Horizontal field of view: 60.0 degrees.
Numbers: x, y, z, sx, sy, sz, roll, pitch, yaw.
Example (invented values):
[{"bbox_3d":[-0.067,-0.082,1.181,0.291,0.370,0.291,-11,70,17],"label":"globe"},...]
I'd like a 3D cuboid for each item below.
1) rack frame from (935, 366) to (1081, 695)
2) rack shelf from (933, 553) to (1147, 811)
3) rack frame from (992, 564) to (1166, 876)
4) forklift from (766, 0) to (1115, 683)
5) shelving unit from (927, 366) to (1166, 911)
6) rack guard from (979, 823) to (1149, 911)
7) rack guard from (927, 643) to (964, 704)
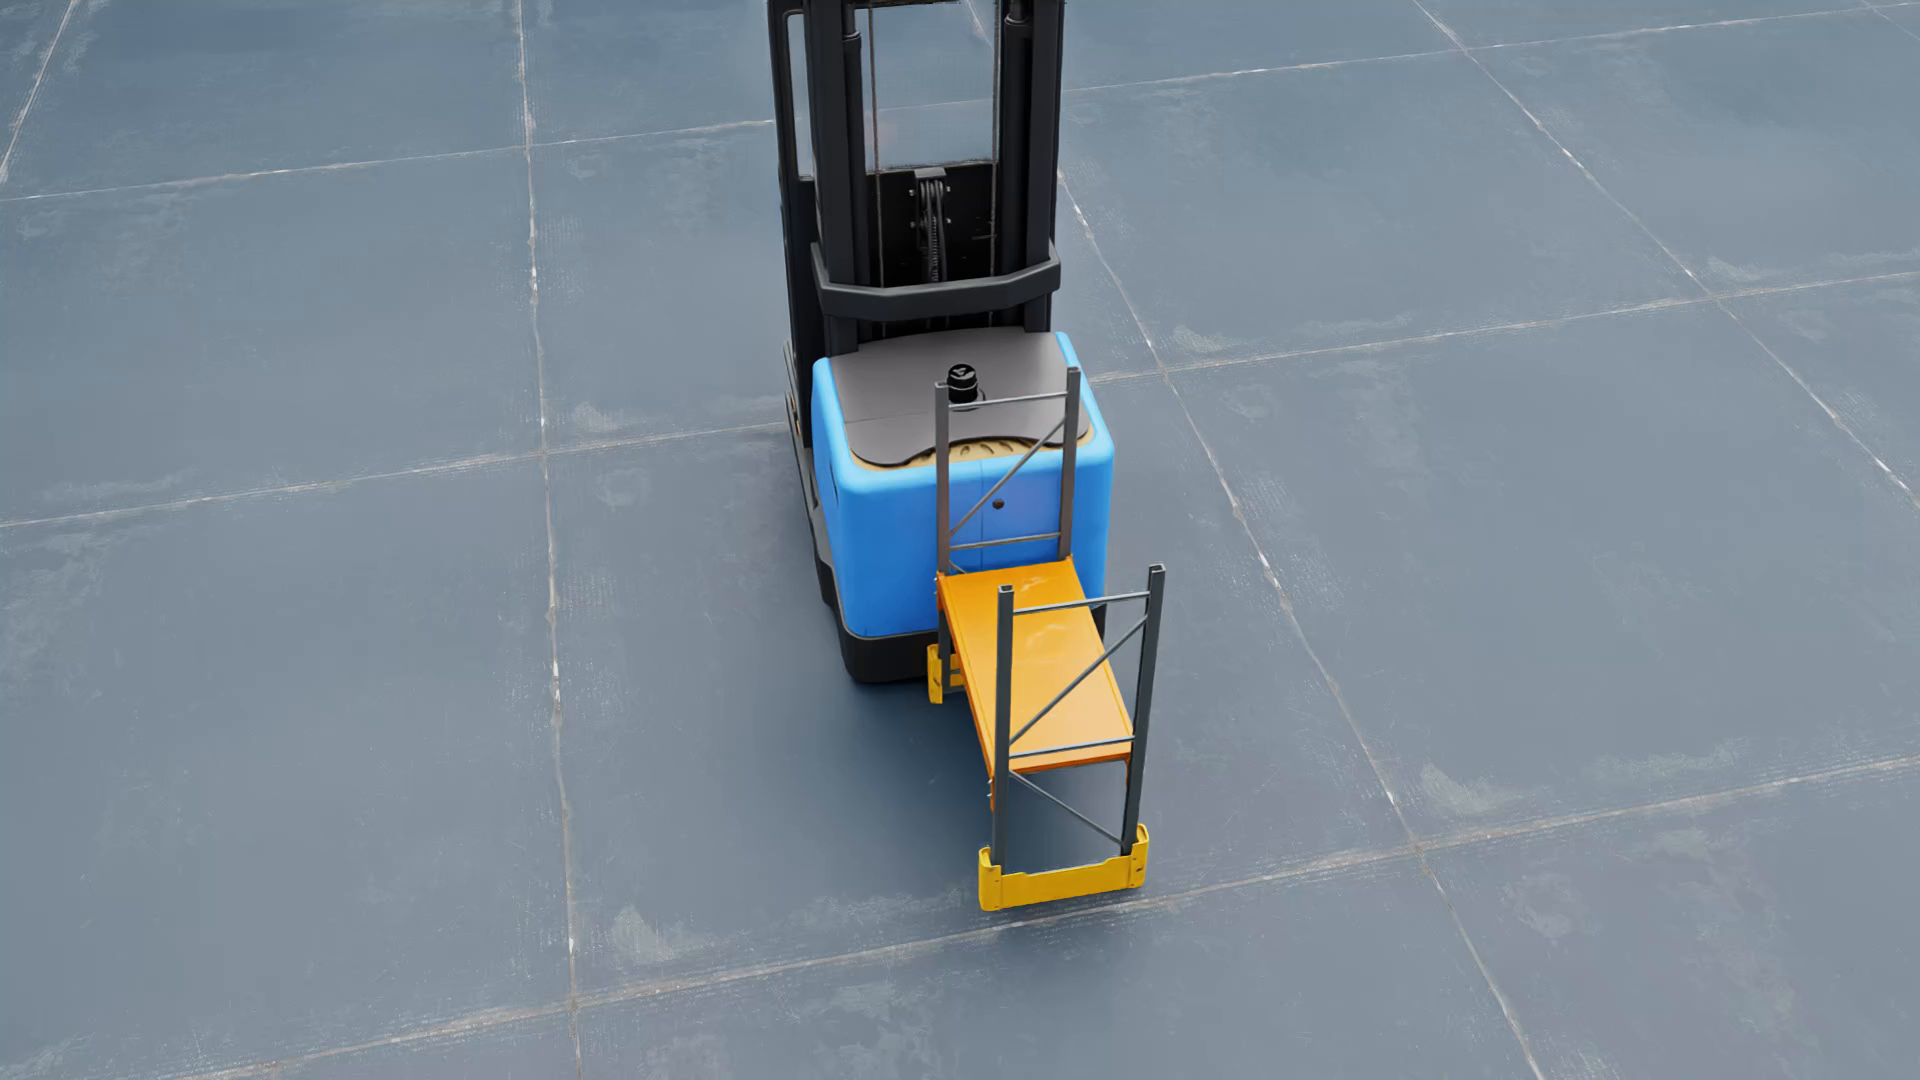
[{"bbox_3d":[0.163,0.009,6.110,0.500,1.500,0.032,-7,42,-8],"label":"rack frame"},{"bbox_3d":[0.261,0.475,5.856,0.538,0.185,1.000,-7,42,-8],"label":"rack shelf"},{"bbox_3d":[0.358,0.672,5.364,0.500,1.500,0.032,-7,42,-8],"label":"rack frame"},{"bbox_3d":[-0.206,-1.523,6.758,1.130,2.935,3.031,-7,42,-8],"label":"forklift"},{"bbox_3d":[0.262,0.346,5.730,0.587,1.500,1.083,-7,42,-8],"label":"shelving unit"},{"bbox_3d":[0.358,1.138,5.779,0.587,0.250,0.087,-7,42,-8],"label":"rack guard"},{"bbox_3d":[0.167,0.489,6.511,0.587,0.250,0.087,-7,42,-8],"label":"rack guard"}]
